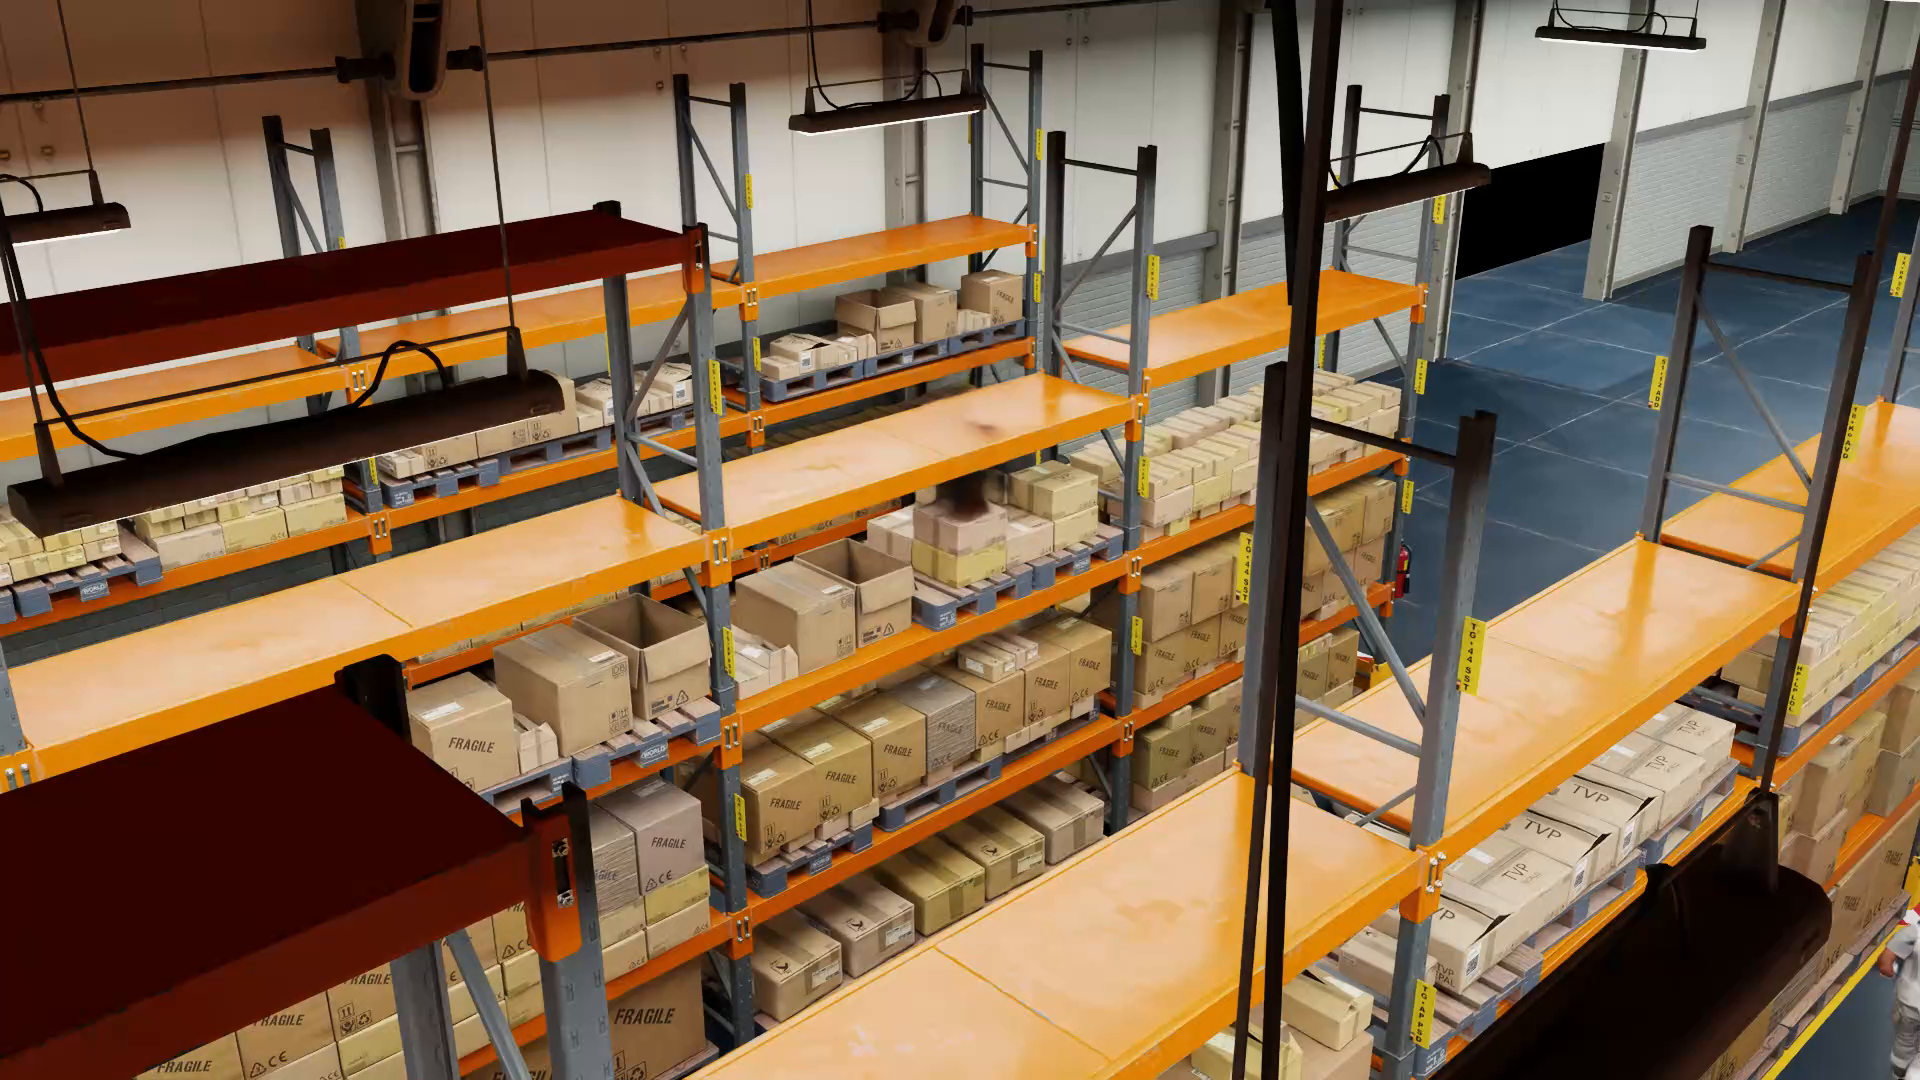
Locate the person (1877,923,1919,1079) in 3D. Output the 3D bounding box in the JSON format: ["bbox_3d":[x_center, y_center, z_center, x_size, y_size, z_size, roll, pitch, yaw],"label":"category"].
[{"bbox_3d":[6.414,3.079,11.019,0.635,1.776,0.985,16,27,33],"label":"person"}]
